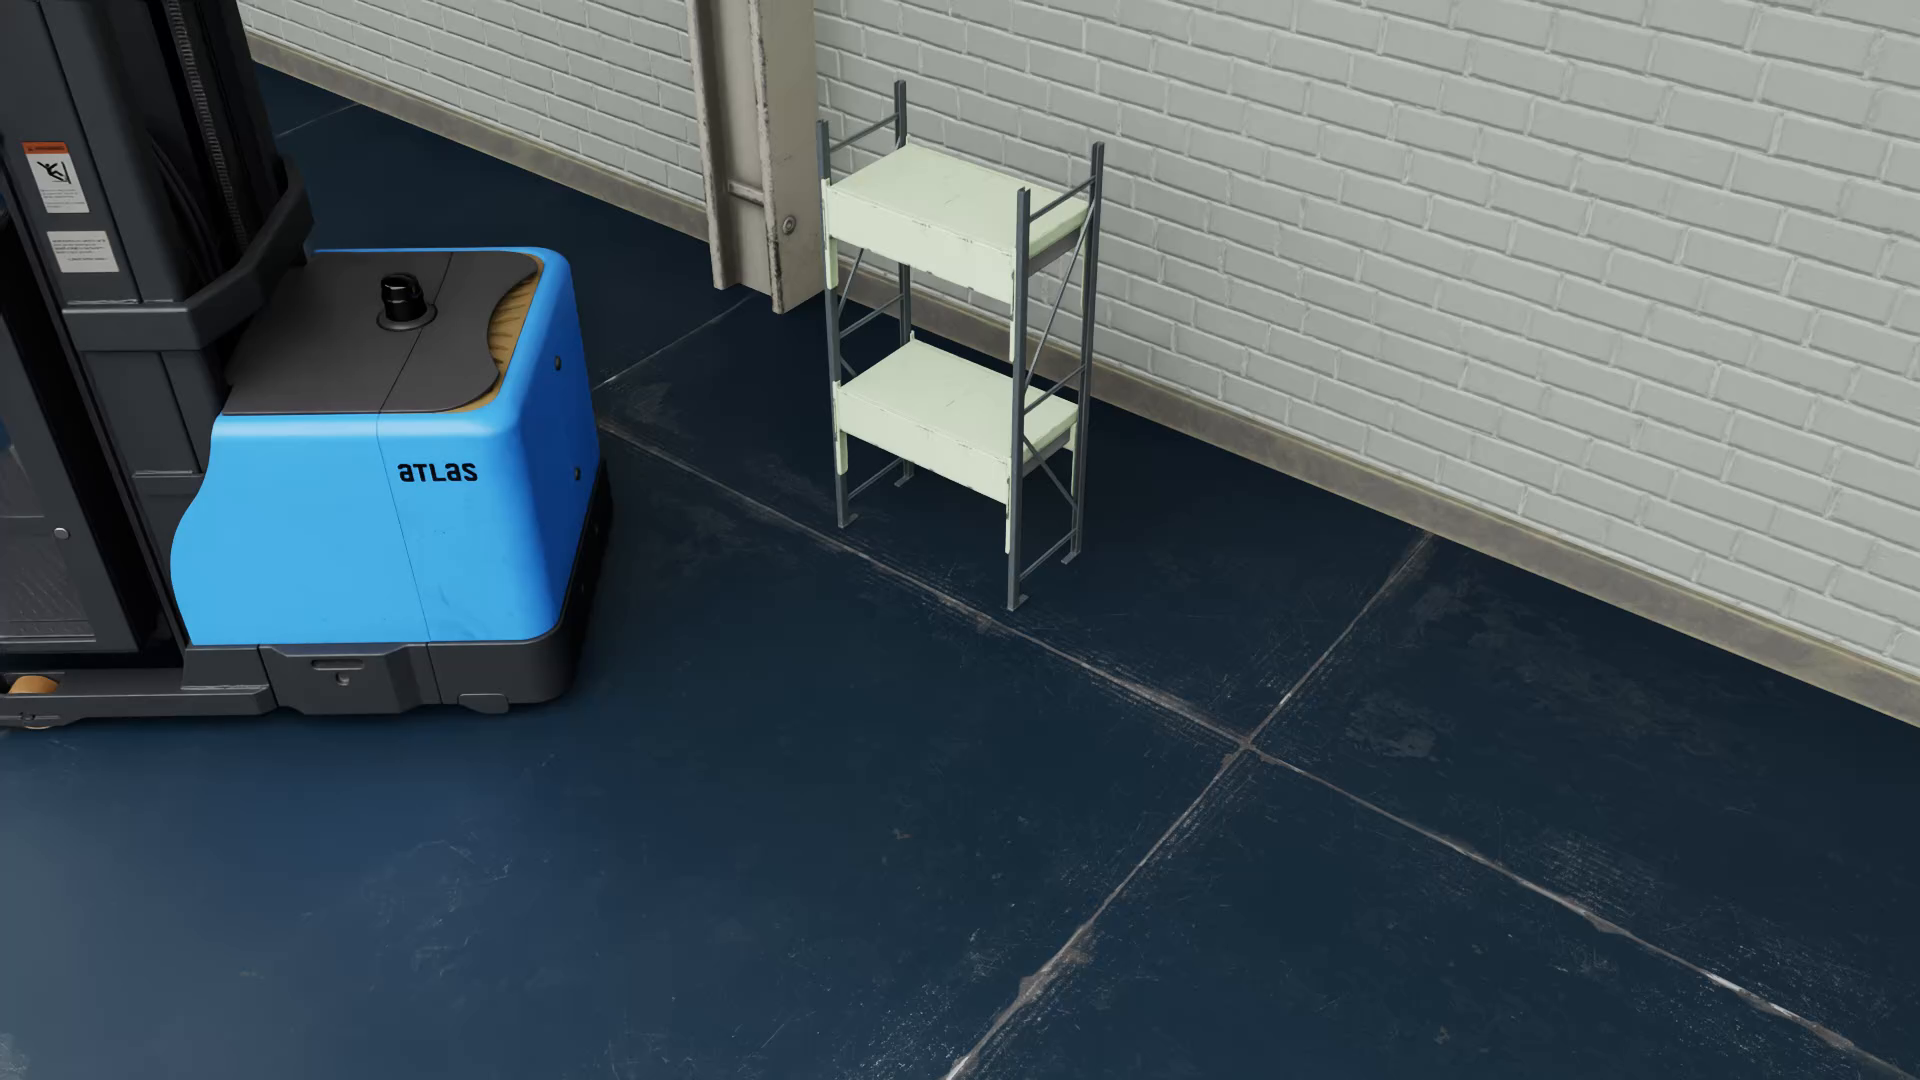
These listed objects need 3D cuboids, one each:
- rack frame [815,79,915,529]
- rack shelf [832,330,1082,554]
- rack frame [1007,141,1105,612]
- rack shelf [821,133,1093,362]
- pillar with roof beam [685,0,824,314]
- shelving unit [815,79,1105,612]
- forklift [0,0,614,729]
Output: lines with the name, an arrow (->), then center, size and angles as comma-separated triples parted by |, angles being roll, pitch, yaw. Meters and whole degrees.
rack frame -> -0.296, -0.730, 5.466 | 0.023, 1.500, 0.400 | 25, 45, 29
rack shelf -> -0.005, -0.336, 5.492 | 0.720, 0.370, 0.431 | 25, 45, 29
rack frame -> 0.285, -0.456, 5.116 | 0.023, 1.500, 0.400 | 25, 45, 29
rack shelf -> -0.005, -0.900, 5.050 | 0.720, 0.370, 0.431 | 25, 45, 29
pillar with roof beam -> -3.426, -2.527, 1.678 | 0.400, 9.000, 9.100 | 25, 45, 29
shelving unit -> -0.005, -0.593, 5.291 | 0.755, 1.500, 0.431 | 25, 45, 29
forklift -> -2.704, -0.911, 4.536 | 3.031, 2.935, 1.130 | -1, 38, -1
